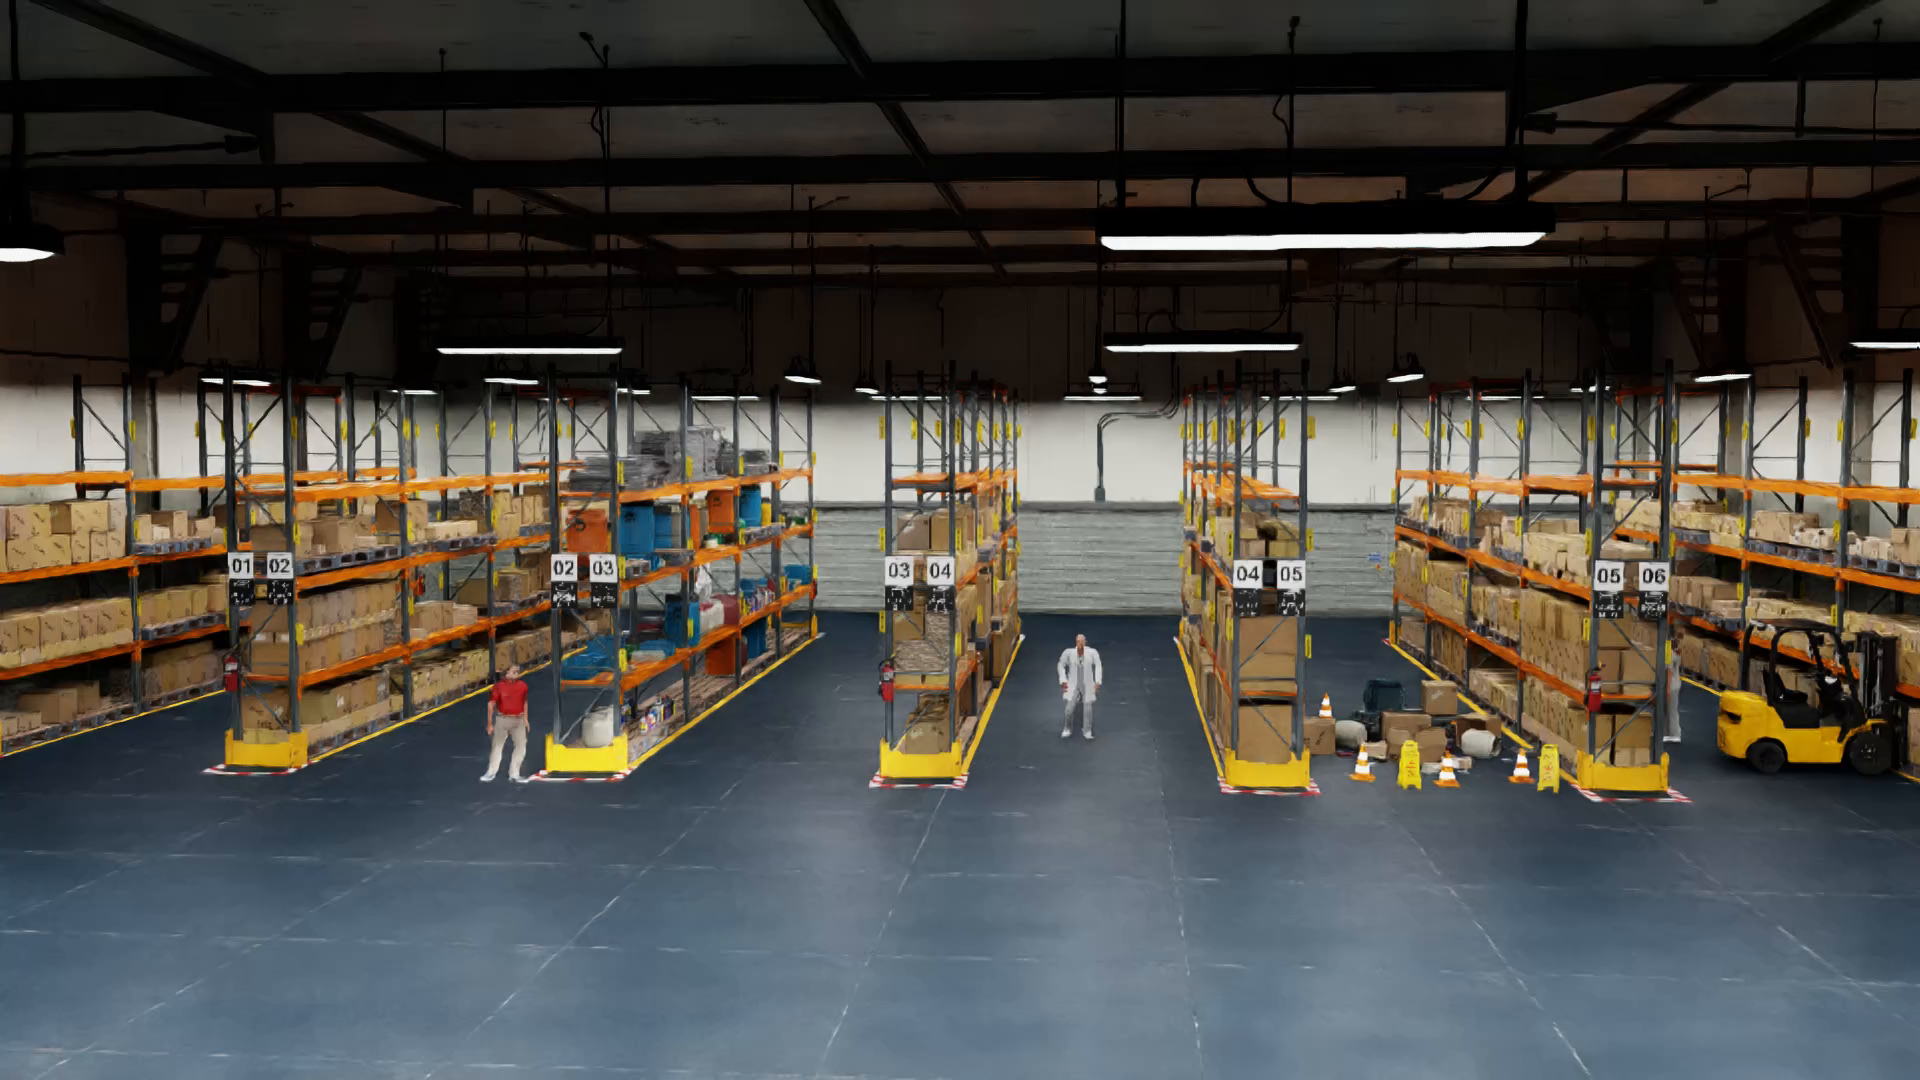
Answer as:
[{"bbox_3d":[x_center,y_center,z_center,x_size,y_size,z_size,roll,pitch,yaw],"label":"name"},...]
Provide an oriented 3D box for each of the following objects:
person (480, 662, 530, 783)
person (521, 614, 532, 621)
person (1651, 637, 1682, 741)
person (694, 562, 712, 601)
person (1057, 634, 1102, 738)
[{"bbox_3d":[-6.499,2.599,23.708,0.684,1.708,0.514,-2,4,-32],"label":"person"},{"bbox_3d":[-10.671,1.437,40.727,0.580,1.746,0.655,3,5,34],"label":"person"},{"bbox_3d":[11.423,2.388,26.842,0.482,1.674,0.486,3,5,35],"label":"person"},{"bbox_3d":[-7.017,1.181,44.653,0.729,1.784,0.497,-3,5,-37],"label":"person"},{"bbox_3d":[1.943,2.365,27.011,0.729,1.733,0.546,0,4,5],"label":"person"}]
